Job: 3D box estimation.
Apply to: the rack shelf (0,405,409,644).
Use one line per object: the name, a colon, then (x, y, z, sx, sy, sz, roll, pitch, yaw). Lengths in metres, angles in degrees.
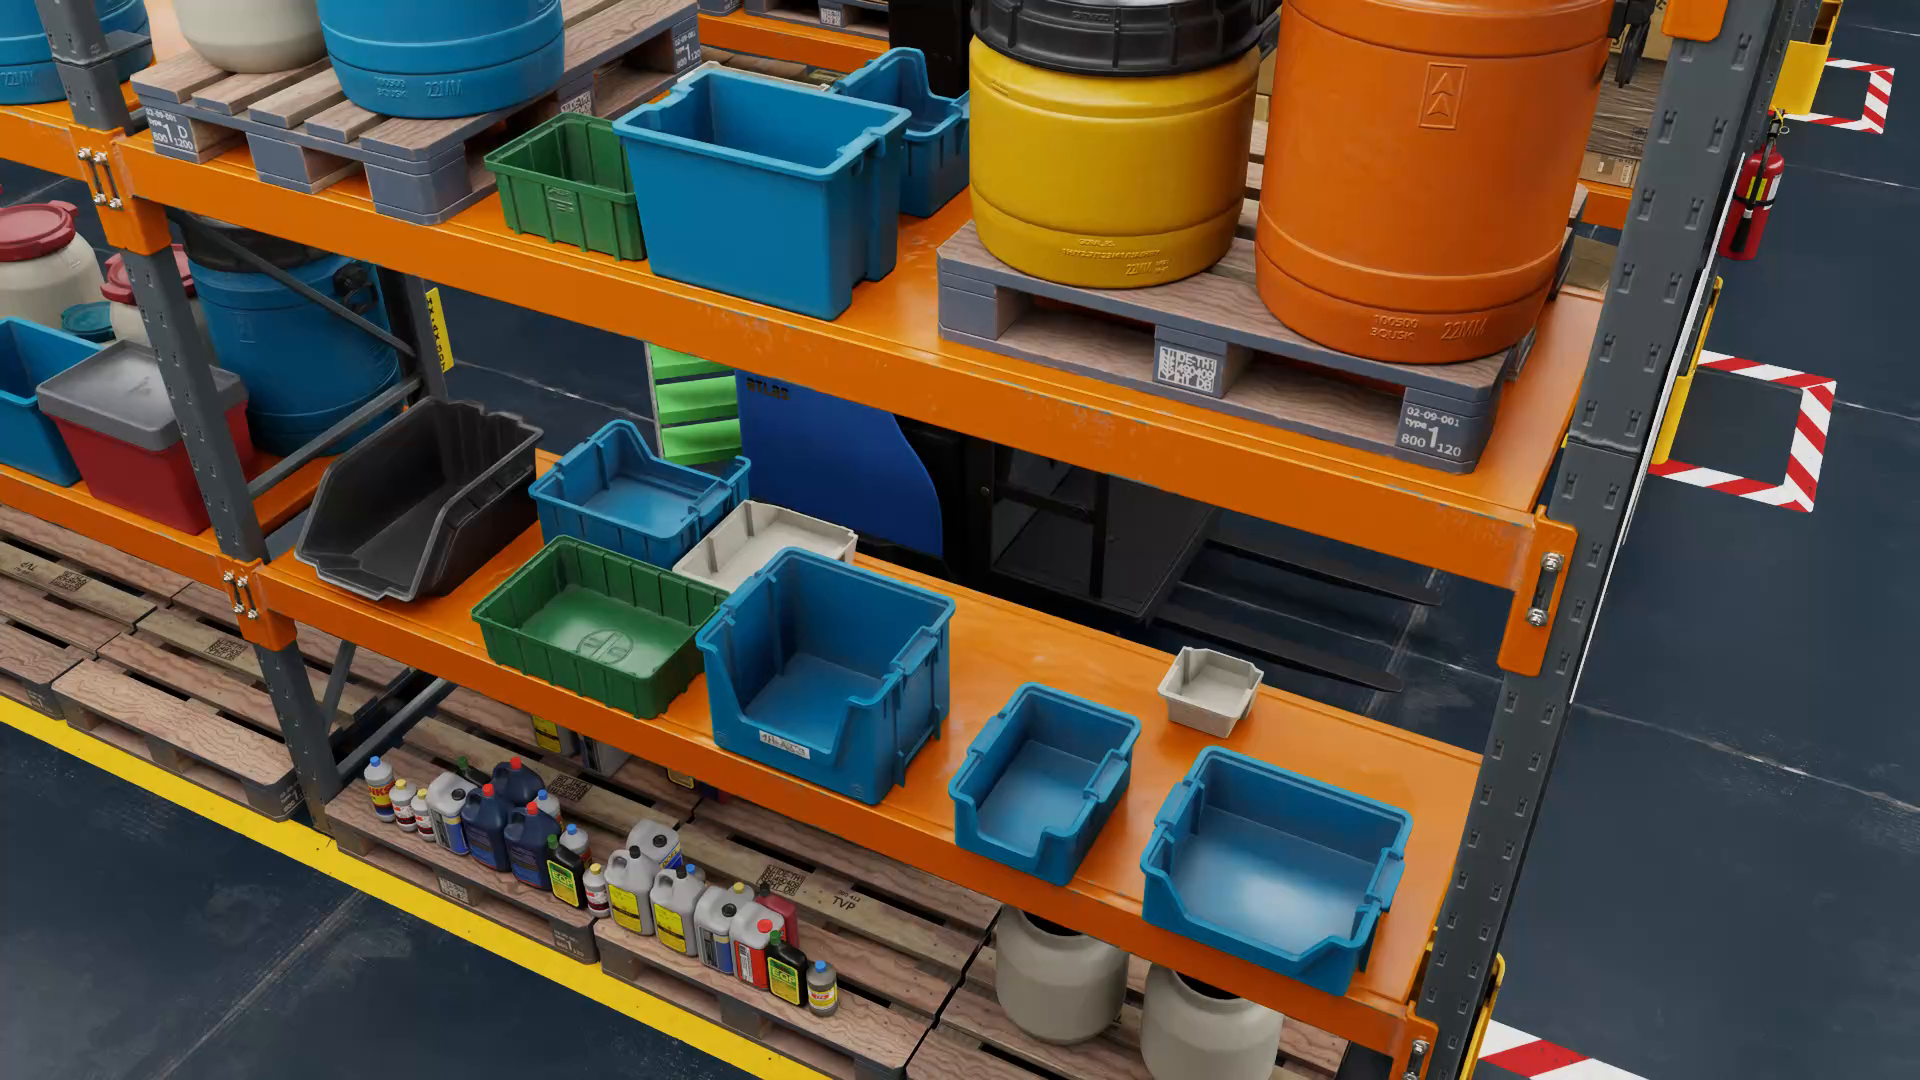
rack shelf: (-3.939, -0.618, 6.678, 4.000, 0.370, 1.077, 17, 41, 21)

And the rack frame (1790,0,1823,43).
rack frame: (6.038, -4.530, 11.237, 0.127, 3.000, 1.000, 17, 41, 21)

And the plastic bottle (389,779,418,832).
plastic bottle: (-1.991, 0.943, 5.977, 0.097, 0.201, 0.097, 0, 37, 0)

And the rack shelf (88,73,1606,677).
rack shelf: (-0.387, -0.700, 4.306, 4.000, 0.370, 1.077, 17, 41, 21)

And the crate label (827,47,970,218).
crate label: (-0.121, -1.069, 4.320, 0.408, 0.251, 0.502, 17, 41, 21)

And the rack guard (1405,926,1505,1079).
rack guard: (1.300, 1.764, 5.013, 0.348, 0.500, 1.175, 17, 41, 21)

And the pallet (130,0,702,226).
pallet: (-1.477, -1.320, 4.683, 1.003, 0.211, 1.213, 17, 41, 21)

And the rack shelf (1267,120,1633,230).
rack shelf: (1.891, -2.165, 8.716, 4.000, 0.370, 1.077, 17, 41, 21)

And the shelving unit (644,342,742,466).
shelving unit: (-1.163, -0.677, 7.650, 0.503, 1.200, 0.258, -8, 38, -11)

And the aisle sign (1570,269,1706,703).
aisle sign: (1.316, -0.092, 3.240, 0.004, 0.787, 0.394, 17, 41, 21)

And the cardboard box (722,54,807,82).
cardboard box: (-1.332, -2.667, 10.487, 0.500, 0.500, 0.700, 14, 39, 18)

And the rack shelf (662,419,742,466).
rack shelf: (-1.163, -0.435, 7.833, 0.480, 0.148, 0.258, -8, 38, -11)

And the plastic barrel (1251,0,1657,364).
plastic barrel: (0.899, -0.836, 3.187, 0.708, 0.830, 0.600, 17, 41, 21)

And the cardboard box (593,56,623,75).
cardboard box: (-2.334, -2.976, 10.894, 0.500, 0.500, 0.700, 14, 39, 18)

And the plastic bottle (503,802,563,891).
plastic bottle: (-1.469, 1.031, 5.737, 0.185, 0.351, 0.144, 16, 40, 20)

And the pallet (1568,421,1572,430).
pallet: (2.894, -1.051, 8.959, 1.213, 0.211, 1.003, 17, 41, 21)

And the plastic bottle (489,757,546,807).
plastic bottle: (-1.571, 0.901, 5.909, 0.185, 0.351, 0.144, 17, 41, 21)

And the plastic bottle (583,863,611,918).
plastic bottle: (-1.229, 1.182, 5.662, 0.097, 0.201, 0.097, 0, 37, 0)

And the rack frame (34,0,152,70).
rack frame: (-2.163, -2.738, 3.914, 0.127, 3.000, 1.000, 17, 41, 21)

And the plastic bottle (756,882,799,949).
plastic bottle: (-0.606, 1.253, 5.501, 0.133, 0.283, 0.061, 17, 41, 21)

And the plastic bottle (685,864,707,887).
plastic bottle: (-0.910, 1.184, 5.660, 0.097, 0.201, 0.097, 0, 37, 0)

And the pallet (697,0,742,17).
pallet: (-1.660, -3.515, 10.058, 1.213, 0.211, 1.003, 17, 41, 21)

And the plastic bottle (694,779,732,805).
plastic bottle: (-0.907, 0.831, 6.058, 0.133, 0.283, 0.061, 17, 41, 21)

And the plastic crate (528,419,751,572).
plastic crate: (-1.055, -0.127, 5.560, 0.616, 0.251, 0.499, 17, 41, 21)

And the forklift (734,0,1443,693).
forklift: (0.558, -0.991, 6.631, 3.031, 2.935, 1.130, 18, 41, 22)

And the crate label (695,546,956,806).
crate label: (-0.370, 0.383, 4.735, 0.616, 0.435, 0.502, 17, 41, 21)

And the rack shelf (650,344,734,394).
rack shelf: (-1.163, -0.817, 7.543, 0.480, 0.148, 0.258, -8, 38, -11)

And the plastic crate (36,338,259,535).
plastic crate: (-2.733, -0.344, 5.670, 0.583, 0.464, 0.402, 17, 41, 21)

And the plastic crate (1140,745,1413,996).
plastic crate: (0.807, 0.845, 4.279, 0.616, 0.251, 0.499, 17, 41, 21)

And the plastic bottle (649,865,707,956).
plastic bottle: (-0.927, 1.201, 5.514, 0.185, 0.351, 0.144, 19, 41, 23)

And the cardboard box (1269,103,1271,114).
cardboard box: (1.749, -2.231, 8.416, 0.250, 0.149, 0.380, 17, 41, 21)

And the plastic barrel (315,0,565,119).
plastic barrel: (-1.328, -1.576, 4.102, 0.708, 0.901, 0.600, 17, 41, 21)

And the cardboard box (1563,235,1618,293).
cardboard box: (3.120, -1.249, 8.635, 0.500, 0.500, 0.500, 25, 44, 29)

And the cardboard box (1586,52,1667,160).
cardboard box: (3.191, -2.221, 7.867, 0.500, 0.500, 0.875, 17, 41, 21)

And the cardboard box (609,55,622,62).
cardboard box: (-2.352, -3.286, 10.681, 0.500, 0.250, 0.500, 22, 42, 26)

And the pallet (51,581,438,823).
pallet: (-2.878, 0.565, 6.831, 1.213, 0.211, 1.003, 17, 41, 21)

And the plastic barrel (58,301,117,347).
plastic barrel: (-3.267, -0.744, 6.363, 0.301, 0.262, 0.301, 0, 37, 0)

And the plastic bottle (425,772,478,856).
plastic bottle: (-1.782, 0.961, 5.893, 0.135, 0.276, 0.152, 19, 41, 23)

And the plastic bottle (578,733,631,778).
plastic bottle: (-1.334, 0.726, 6.202, 0.135, 0.276, 0.152, 17, 41, 21)

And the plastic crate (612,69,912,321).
plastic crate: (-0.443, -0.793, 3.846, 0.575, 0.384, 0.392, 17, 41, 21)

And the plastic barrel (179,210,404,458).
plastic barrel: (-2.366, -0.818, 5.932, 0.708, 0.901, 0.600, 17, 41, 21)

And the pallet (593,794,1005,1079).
pallet: (-0.498, 1.310, 5.850, 1.213, 0.211, 1.003, 17, 41, 21)

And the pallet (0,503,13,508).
pallet: (-5.045, -0.114, 7.725, 1.213, 0.211, 1.003, 17, 41, 21)

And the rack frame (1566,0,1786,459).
rack frame: (1.389, -1.626, 2.449, 0.127, 3.000, 1.000, 17, 41, 21)

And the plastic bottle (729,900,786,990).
plastic bottle: (-0.654, 1.314, 5.428, 0.135, 0.276, 0.152, 18, 41, 22)

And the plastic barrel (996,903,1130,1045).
plastic barrel: (0.325, 1.306, 5.259, 0.421, 0.512, 0.421, 0, 37, 0)

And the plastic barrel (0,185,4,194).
plastic barrel: (-3.947, -1.110, 6.620, 0.433, 0.535, 0.433, 0, 37, 0)

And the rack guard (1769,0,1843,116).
rack guard: (6.059, -3.528, 11.984, 0.348, 0.500, 1.175, 17, 41, 21)

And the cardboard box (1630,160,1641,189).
cardboard box: (3.319, -1.764, 7.800, 0.250, 0.149, 0.380, 17, 41, 21)

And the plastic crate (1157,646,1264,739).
plastic crate: (0.743, 0.447, 4.898, 0.250, 0.136, 0.298, 17, 41, 21)

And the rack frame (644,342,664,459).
rack frame: (-1.400, -0.642, 7.603, 0.015, 1.200, 0.240, -8, 38, -11)

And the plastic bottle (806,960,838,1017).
plastic bottle: (-0.443, 1.428, 5.338, 0.097, 0.201, 0.097, 0, 37, 0)

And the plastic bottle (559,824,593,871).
plastic bottle: (-1.321, 1.084, 5.734, 0.097, 0.271, 0.097, 0, 37, 0)
